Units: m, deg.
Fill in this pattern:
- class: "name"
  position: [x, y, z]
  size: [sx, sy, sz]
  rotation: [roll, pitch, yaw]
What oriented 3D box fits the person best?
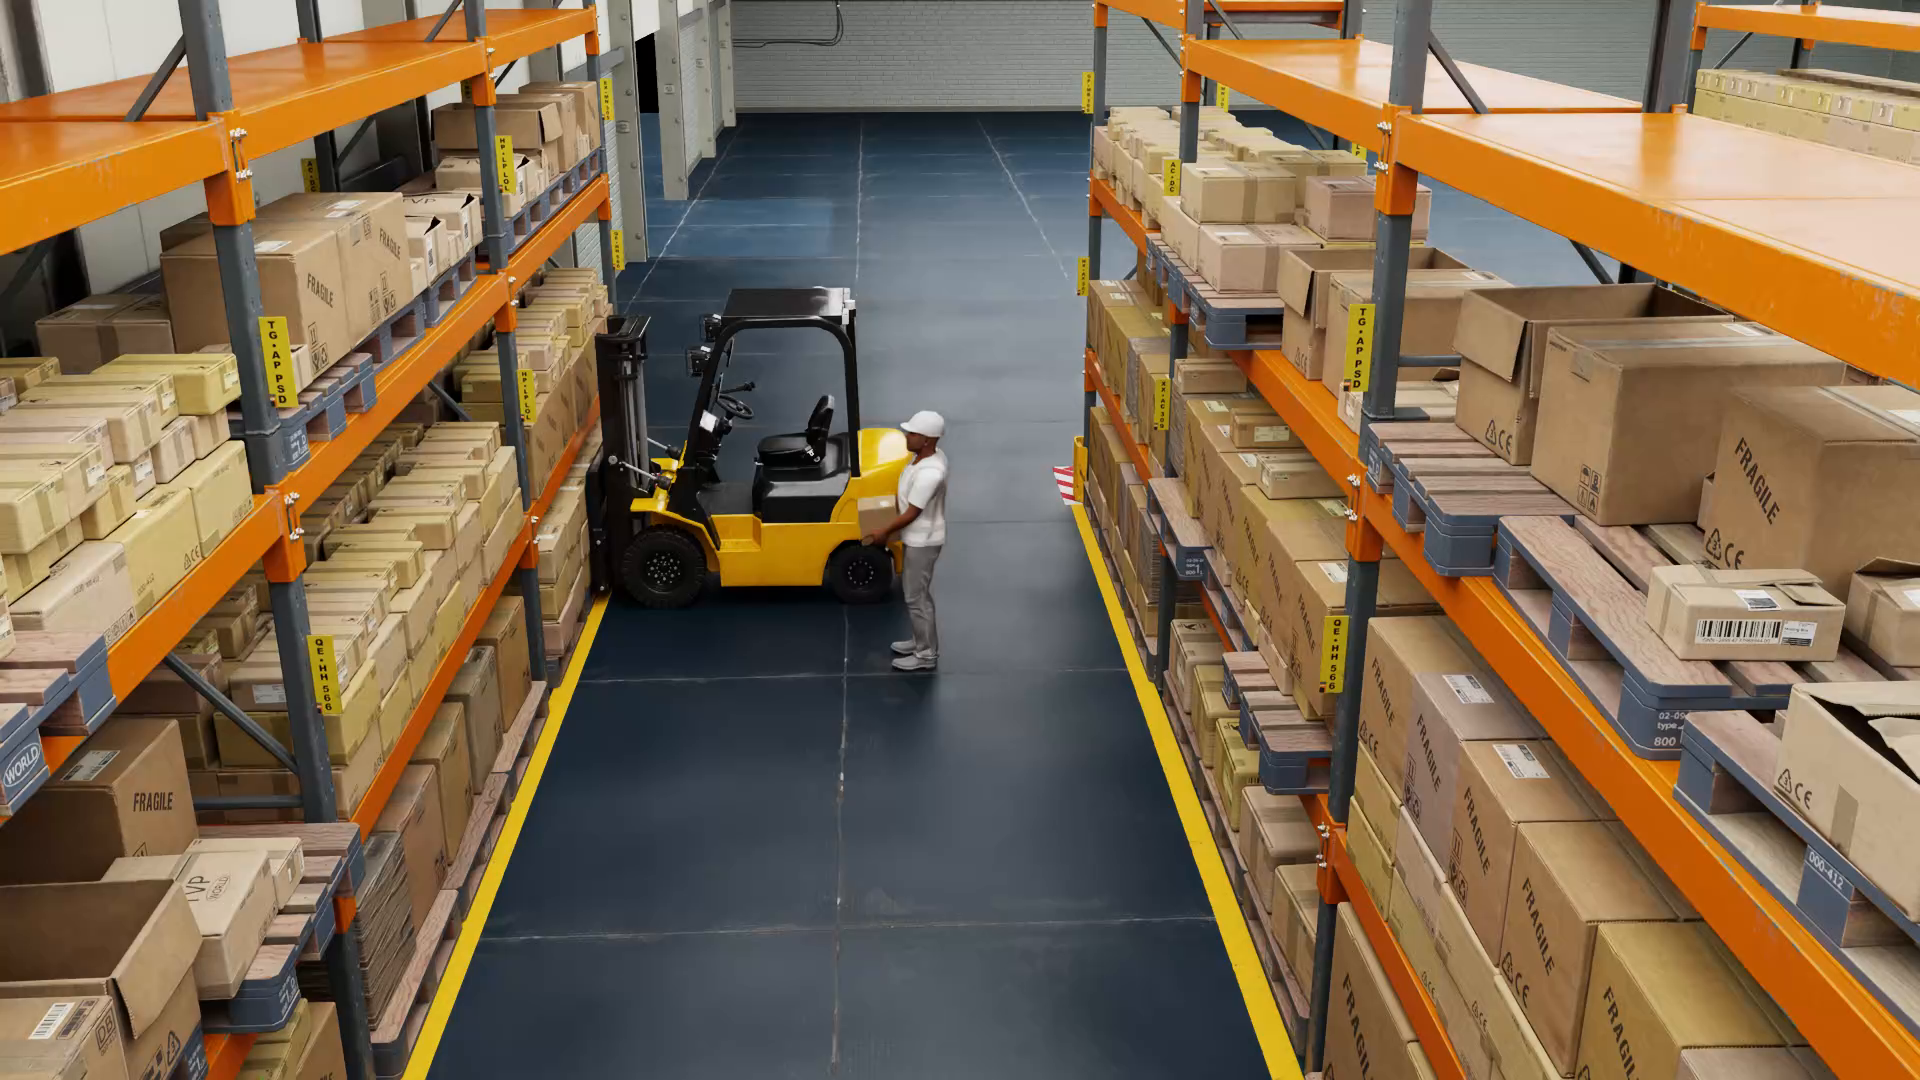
- class: "person"
  position: [-0.359, -0.004, 11.053]
  size: [0.573, 1.767, 0.521]
  rotation: [-1, 20, -3]
